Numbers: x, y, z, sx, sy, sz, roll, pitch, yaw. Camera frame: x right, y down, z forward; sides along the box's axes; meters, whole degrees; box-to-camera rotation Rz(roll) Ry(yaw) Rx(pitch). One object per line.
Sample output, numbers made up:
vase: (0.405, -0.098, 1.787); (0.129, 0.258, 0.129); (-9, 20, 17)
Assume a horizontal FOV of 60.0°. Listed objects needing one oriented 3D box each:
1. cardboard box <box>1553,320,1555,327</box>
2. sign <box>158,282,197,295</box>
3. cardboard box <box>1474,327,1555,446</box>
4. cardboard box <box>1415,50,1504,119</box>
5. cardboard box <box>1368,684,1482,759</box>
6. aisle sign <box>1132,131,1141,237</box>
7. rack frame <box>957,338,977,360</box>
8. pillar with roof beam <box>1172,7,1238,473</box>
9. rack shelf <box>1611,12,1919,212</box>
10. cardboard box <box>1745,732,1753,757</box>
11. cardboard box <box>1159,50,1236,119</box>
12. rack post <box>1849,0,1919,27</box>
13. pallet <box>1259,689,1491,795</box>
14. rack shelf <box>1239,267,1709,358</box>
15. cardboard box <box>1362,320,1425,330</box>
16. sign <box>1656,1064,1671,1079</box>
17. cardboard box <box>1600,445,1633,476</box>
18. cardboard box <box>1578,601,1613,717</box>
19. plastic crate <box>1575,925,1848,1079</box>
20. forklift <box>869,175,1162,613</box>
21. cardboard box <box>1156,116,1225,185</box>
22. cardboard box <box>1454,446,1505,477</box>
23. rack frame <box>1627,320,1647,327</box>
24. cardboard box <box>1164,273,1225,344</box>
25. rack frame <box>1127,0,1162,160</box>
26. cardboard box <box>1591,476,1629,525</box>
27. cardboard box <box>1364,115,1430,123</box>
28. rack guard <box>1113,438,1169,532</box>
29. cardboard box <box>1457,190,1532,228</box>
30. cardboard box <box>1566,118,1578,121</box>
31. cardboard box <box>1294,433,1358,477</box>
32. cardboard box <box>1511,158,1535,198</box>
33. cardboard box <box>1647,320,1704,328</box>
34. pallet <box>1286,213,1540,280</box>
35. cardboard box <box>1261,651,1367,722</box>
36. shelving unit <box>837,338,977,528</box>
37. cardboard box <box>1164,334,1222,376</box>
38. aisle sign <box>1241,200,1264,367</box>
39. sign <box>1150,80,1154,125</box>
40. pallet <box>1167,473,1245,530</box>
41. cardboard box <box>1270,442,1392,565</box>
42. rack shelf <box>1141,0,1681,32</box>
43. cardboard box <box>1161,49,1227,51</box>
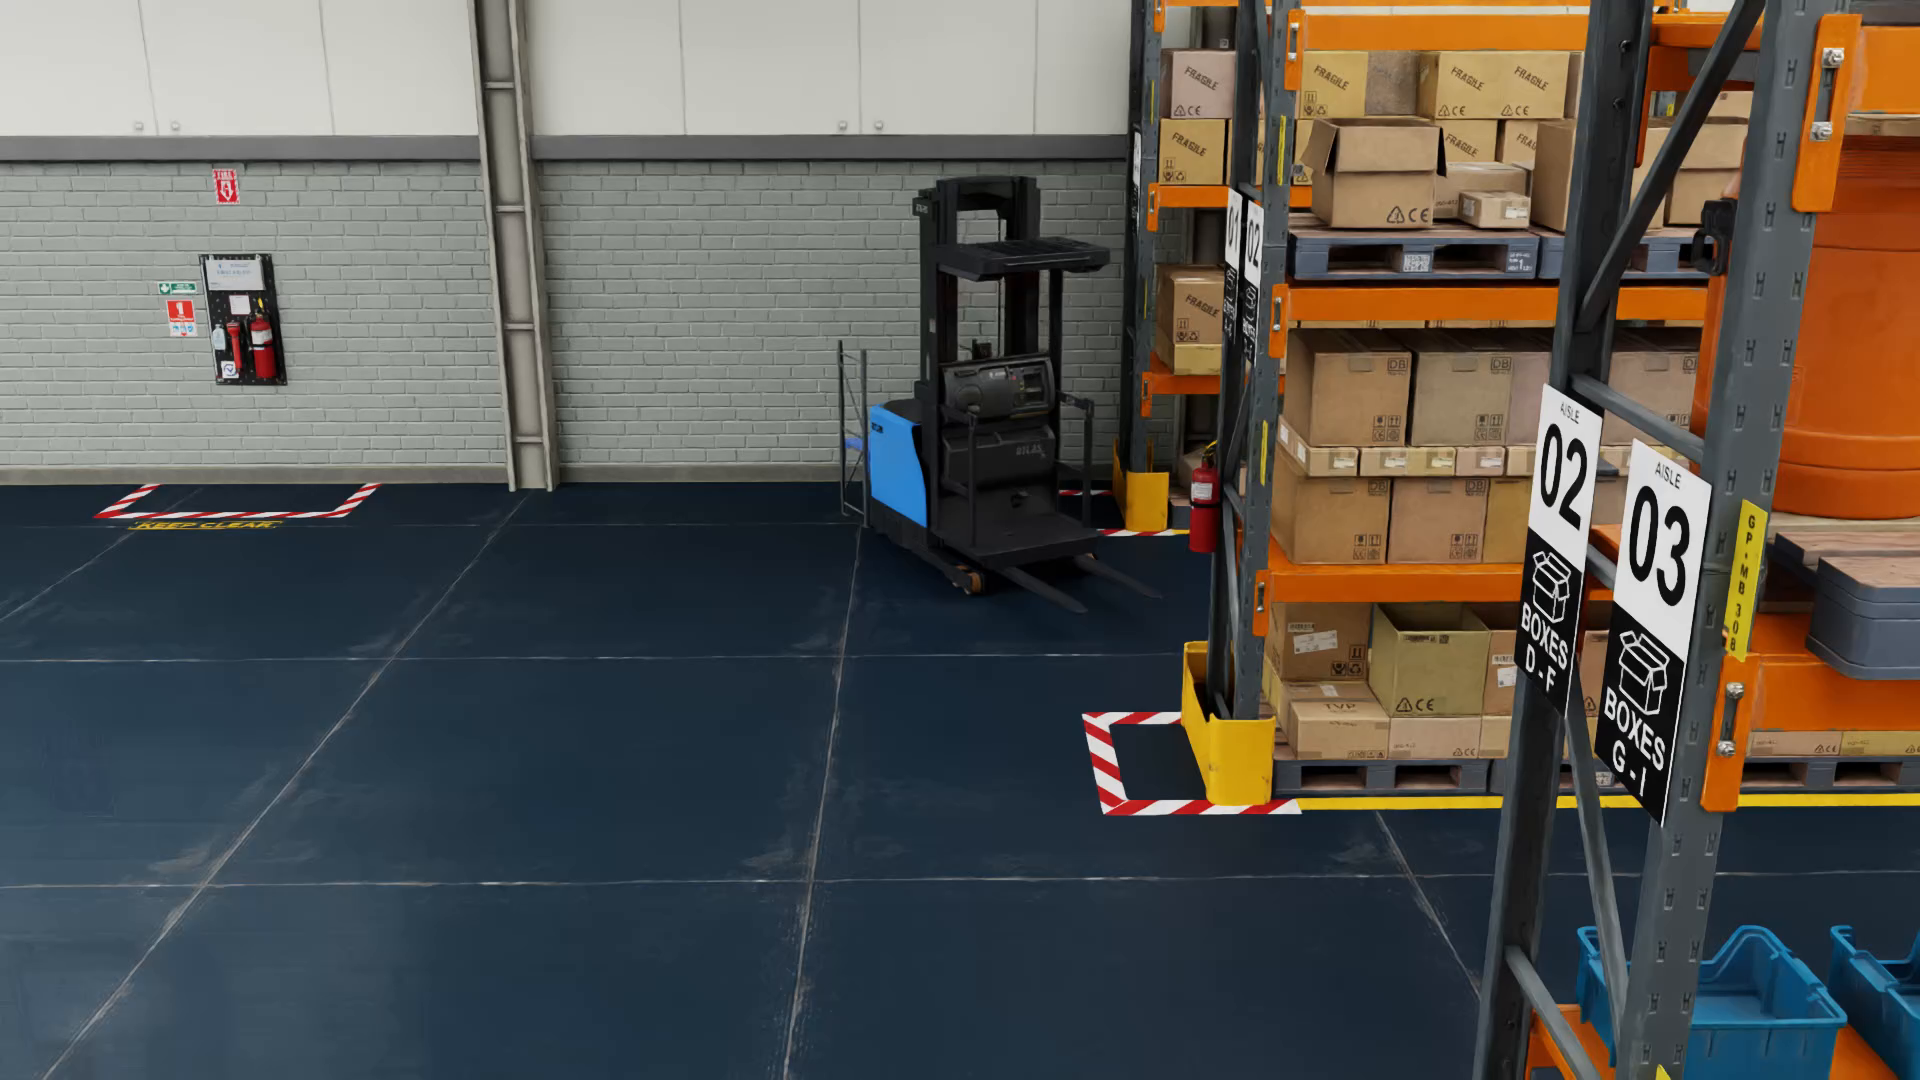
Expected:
cardboard box: (4.995, -1.894, 13.526); (0.500, 0.500, 0.500); (0, 18, -1)
sign: (-6.871, -2.210, 14.600); (0.331, 0.109, 0.001); (0, 18, -1)
cardboard box: (3.095, -0.834, 8.949); (0.500, 0.500, 0.700); (0, 18, -1)
cardboard box: (3.896, -3.560, 12.991); (0.500, 0.500, 0.500); (-1, 18, -3)
cardboard box: (2.585, 1.008, 9.309); (0.500, 0.250, 0.500); (0, 18, -1)
aisle sign: (1.396, -2.822, 13.178); (0.004, 0.787, 0.394); (0, 18, -1)
rack frame: (0.010, -1.026, 14.290); (0.032, 1.500, 0.500); (-9, 20, -27)
pillar with roof beam: (2.218, -3.485, 9.681); (0.400, 9.000, 9.100); (0, 18, -1)
rack shelf: (3.619, -0.984, 3.714); (4.000, 0.370, 1.077); (0, 18, -1)
cardboard box: (4.085, 1.002, 9.327); (0.500, 0.250, 0.500); (0, 18, -1)
cardboard box: (1.852, -3.565, 13.007); (0.500, 0.500, 0.500); (-2, 18, -5)
rack post: (2.378, -1.234, 3.480); (0.954, 0.300, 0.937); (2, 18, 5)
pallet: (2.309, 1.148, 9.623); (1.213, 0.211, 1.003); (0, 18, -1)
rack shelf: (3.545, -1.259, 8.827); (4.000, 0.370, 1.077); (0, 18, -1)
cardboard box: (3.472, -1.888, 13.507); (0.500, 0.500, 0.500); (0, 18, 1)
sign: (1.624, 1.386, 3.863); (0.005, 0.325, 0.100); (0, 18, -1)
cardboard box: (3.478, -0.463, 8.854); (0.250, 0.149, 0.380); (0, 18, 0)
cardboard box: (3.585, 0.648, 9.203); (0.500, 0.500, 0.500); (0, 18, -1)
plastic crate: (2.115, 1.327, 4.745); (0.616, 0.251, 0.499); (0, 18, -1)
forklift: (0.397, -1.147, 12.324); (1.130, 2.935, 3.031); (-9, 20, -27)
cardboard box: (1.802, -3.087, 13.152); (0.500, 0.500, 0.500); (0, 18, 1)
cardboard box: (2.707, -0.459, 8.843); (0.250, 0.149, 0.380); (-1, 18, -2)
rack frame: (5.463, -1.695, 13.922); (0.127, 3.000, 1.000); (0, 18, -1)
cardboard box: (1.945, -1.882, 13.488); (0.500, 0.500, 0.500); (0, 18, -1)
rack frame: (1.463, -4.533, 12.945); (0.127, 3.000, 1.000); (0, 18, -1)
cardboard box: (3.560, -0.217, 9.151); (0.500, 0.500, 0.700); (0, 18, 1)
cardboard box: (3.394, -3.091, 13.166); (0.500, 0.500, 0.500); (1, 18, 3)
rack guard: (1.539, -0.486, 14.245); (0.348, 0.500, 1.175); (0, 18, -1)
cardboard box: (2.724, -1.690, 8.490); (0.250, 0.149, 0.380); (0, 18, -1)
cardboard box: (4.959, -3.103, 13.202); (0.500, 0.500, 0.500); (0, 18, 1)
cardboard box: (1.941, -0.456, 8.832); (0.250, 0.149, 0.380); (0, 18, -1)
cardboard box: (3.248, -1.904, 8.892); (0.500, 0.311, 0.500); (2, 18, 6)
cardboard box: (5.972, -1.945, 13.815); (0.500, 0.500, 0.700); (0, 18, -1)
pallet: (2.253, -1.545, 8.687); (1.213, 0.211, 1.003); (0, 18, -1)
cardboard box: (2.077, 0.853, 9.791); (0.500, 0.250, 0.500); (0, 18, -1)
shelving unit: (-0.439, -0.953, 14.062); (1.048, 1.500, 0.538); (-9, 20, -27)
cardboard box: (1.956, -1.520, 13.587); (0.500, 0.250, 0.500); (-1, 18, -2)
aisle sign: (1.484, -1.307, 8.456); (0.004, 0.787, 0.394); (0, 18, -1)
sign: (1.472, -3.355, 12.753); (0.005, 0.325, 0.100); (0, 18, -1)
pallet: (2.352, -0.342, 14.267); (1.213, 0.211, 1.003); (0, 18, -1)
cardboard box: (2.012, -0.209, 9.125); (0.500, 0.500, 0.700); (0, 18, -1)
rack shelf: (3.463, -4.198, 13.086); (4.000, 0.370, 1.077); (0, 18, -1)
cardboard box: (1.890, -3.720, 13.488); (0.500, 0.500, 0.500); (1, 18, 2)
